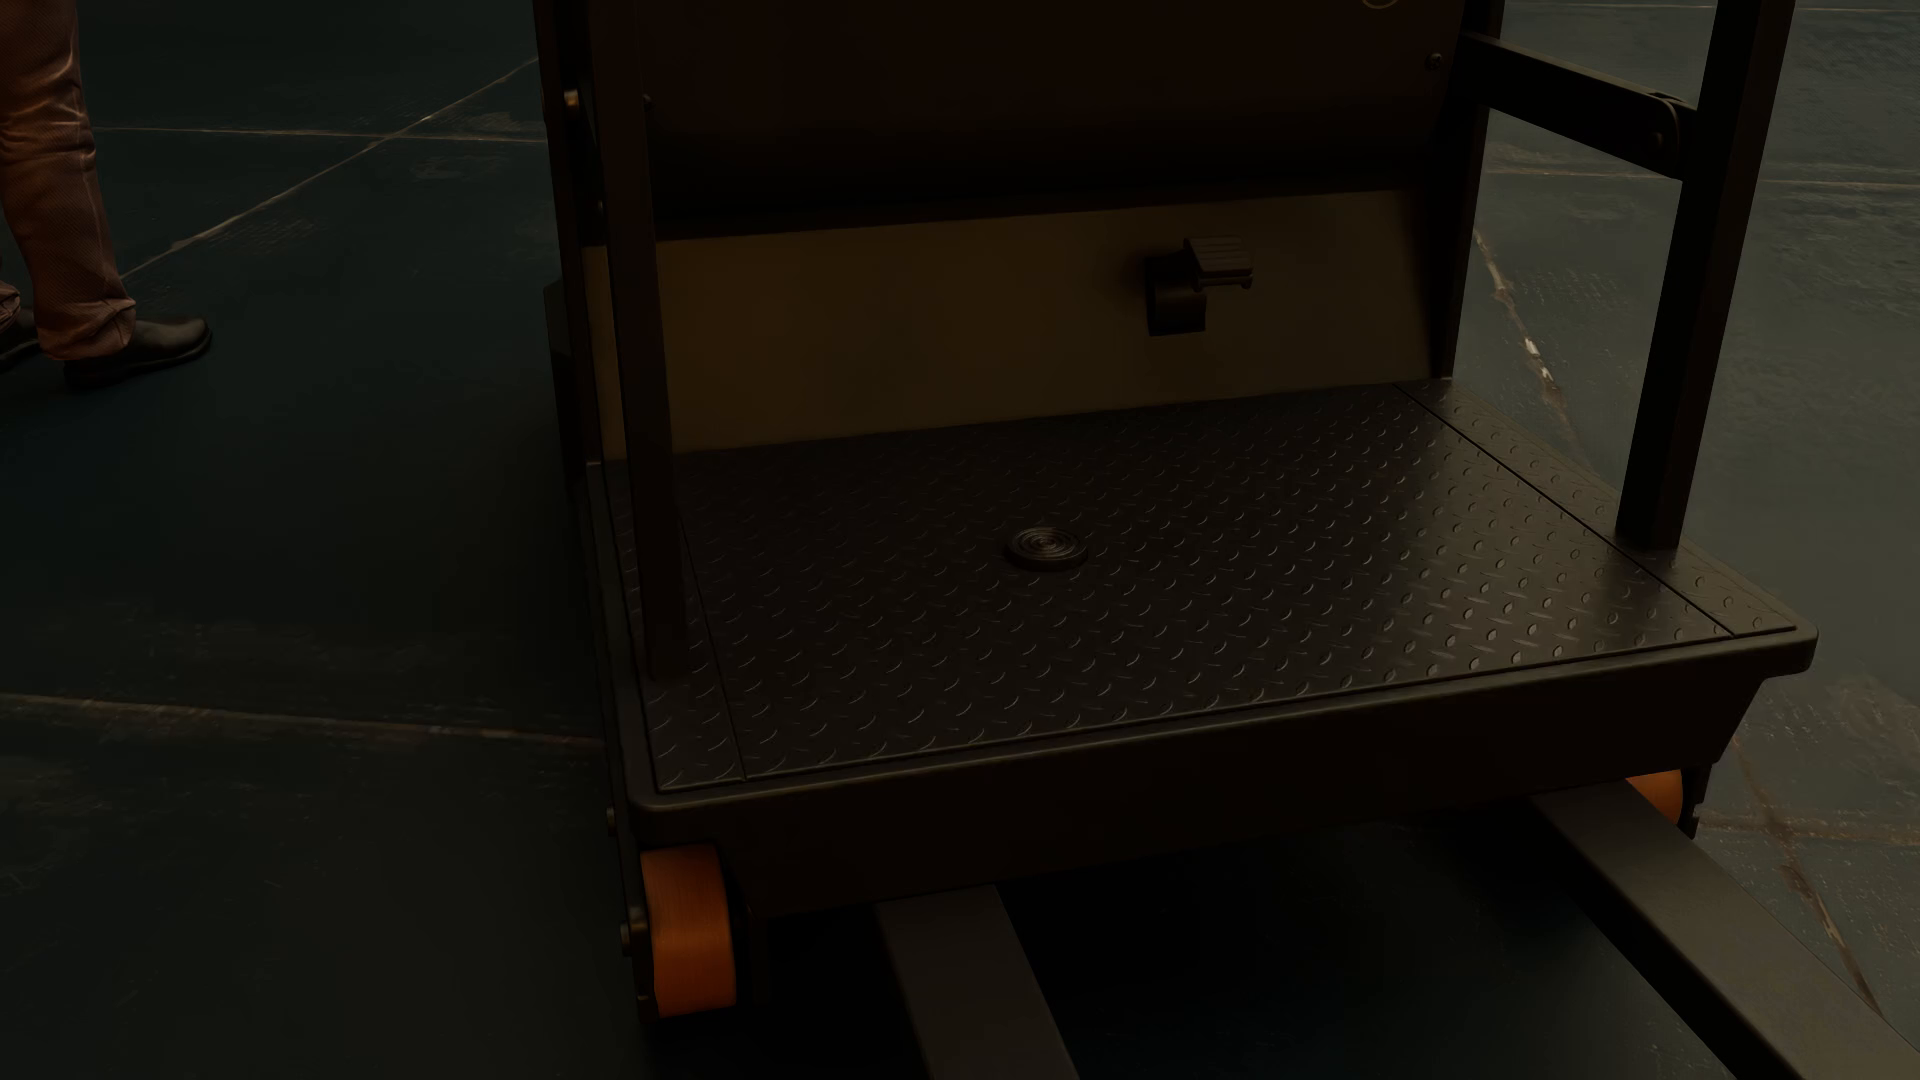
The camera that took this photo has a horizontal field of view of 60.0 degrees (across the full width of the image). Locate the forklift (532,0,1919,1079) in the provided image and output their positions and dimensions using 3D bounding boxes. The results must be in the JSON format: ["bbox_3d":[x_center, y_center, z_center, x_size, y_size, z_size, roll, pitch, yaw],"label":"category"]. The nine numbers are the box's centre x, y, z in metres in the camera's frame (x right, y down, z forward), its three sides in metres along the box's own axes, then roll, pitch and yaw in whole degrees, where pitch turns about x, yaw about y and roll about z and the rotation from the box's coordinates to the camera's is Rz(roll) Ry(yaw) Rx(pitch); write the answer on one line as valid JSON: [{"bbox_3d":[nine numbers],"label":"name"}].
[{"bbox_3d":[0.153,-1.049,1.319,1.130,2.935,3.031,-7,27,-13],"label":"forklift"}]

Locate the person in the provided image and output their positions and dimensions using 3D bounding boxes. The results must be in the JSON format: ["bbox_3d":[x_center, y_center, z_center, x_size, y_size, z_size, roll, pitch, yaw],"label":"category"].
[{"bbox_3d":[-1.728,-1.070,2.809,0.524,1.643,0.370,7,27,14],"label":"person"}]
